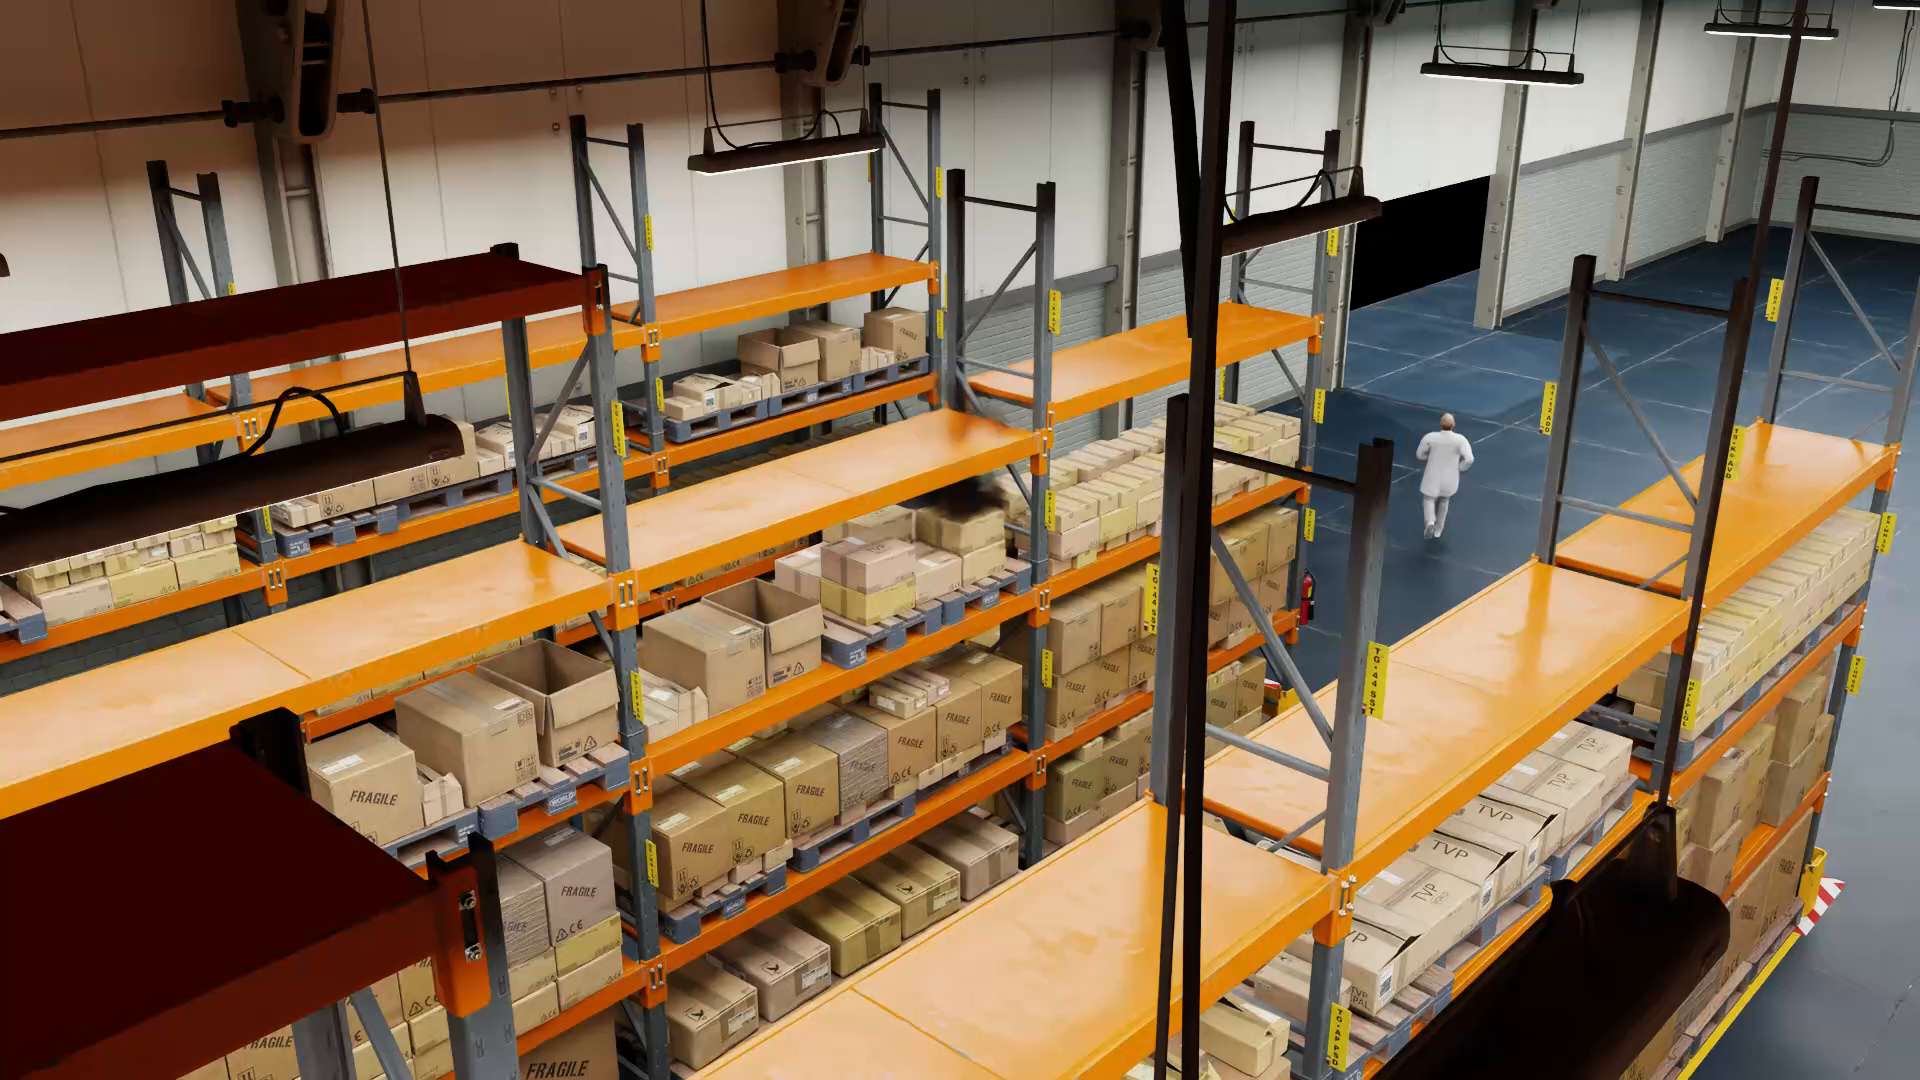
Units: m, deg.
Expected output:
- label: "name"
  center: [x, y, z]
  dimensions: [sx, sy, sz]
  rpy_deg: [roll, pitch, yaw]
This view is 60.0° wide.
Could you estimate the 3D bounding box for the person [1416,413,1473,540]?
- label: "person"
  center: [6.292, -0.816, 21.712]
  dimensions: [0.719, 1.745, 0.896]
  rpy_deg: [5, 22, 14]
